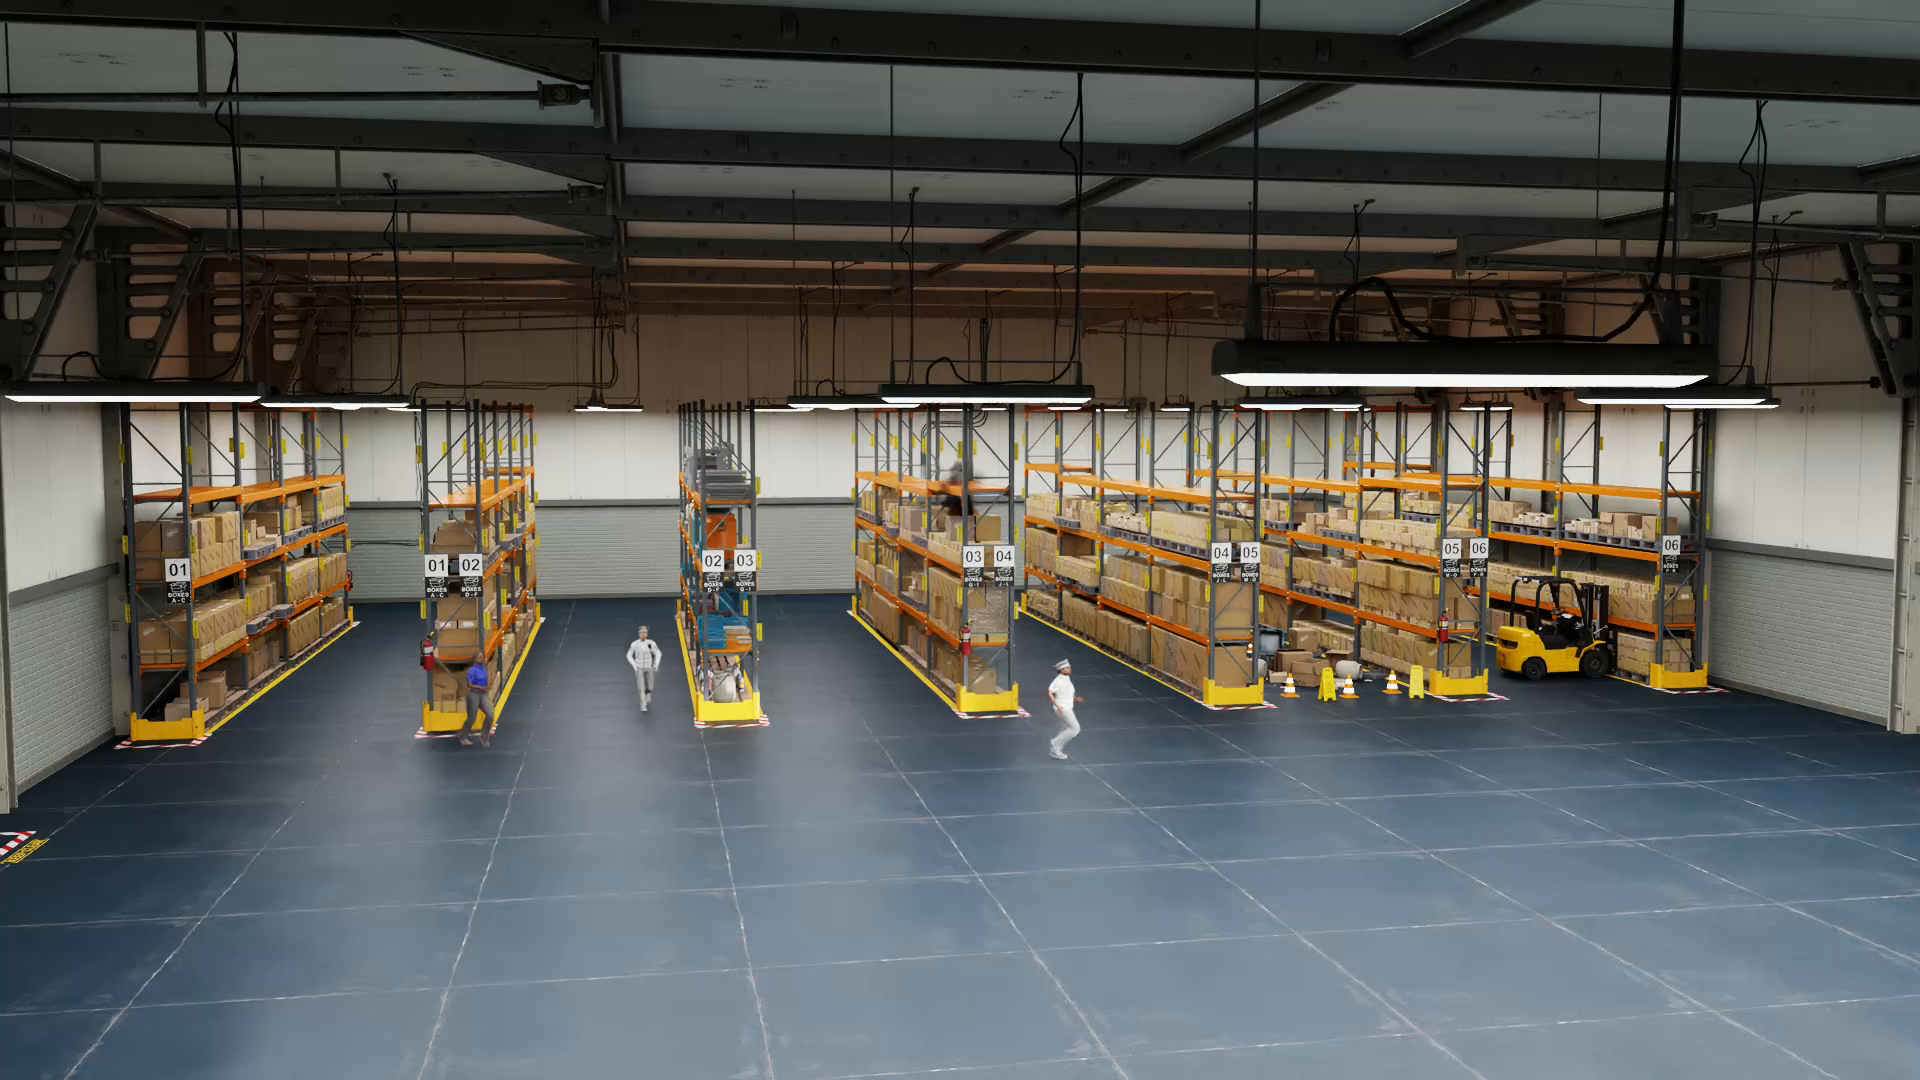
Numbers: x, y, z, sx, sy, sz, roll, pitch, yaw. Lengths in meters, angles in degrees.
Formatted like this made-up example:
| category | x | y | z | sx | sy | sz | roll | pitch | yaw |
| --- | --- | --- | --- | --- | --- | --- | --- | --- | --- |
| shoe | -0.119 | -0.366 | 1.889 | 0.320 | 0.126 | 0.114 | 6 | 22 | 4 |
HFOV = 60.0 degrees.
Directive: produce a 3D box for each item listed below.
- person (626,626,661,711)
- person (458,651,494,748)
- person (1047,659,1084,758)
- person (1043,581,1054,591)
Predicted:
| category | x | y | z | sx | sy | sz | roll | pitch | yaw |
| --- | --- | --- | --- | --- | --- | --- | --- | --- | --- |
| person | -6.119 | 2.466 | 32.188 | 0.667 | 1.644 | 0.565 | -1 | 4 | -15 |
| person | -8.281 | 2.767 | 28.577 | 0.745 | 1.720 | 0.589 | 2 | 5 | 25 |
| person | 1.779 | 2.805 | 27.594 | 0.569 | 1.659 | 0.560 | 1 | 4 | 16 |
| person | 2.768 | 1.095 | 49.852 | 0.633 | 1.725 | 0.712 | -1 | 4 | -10 |
